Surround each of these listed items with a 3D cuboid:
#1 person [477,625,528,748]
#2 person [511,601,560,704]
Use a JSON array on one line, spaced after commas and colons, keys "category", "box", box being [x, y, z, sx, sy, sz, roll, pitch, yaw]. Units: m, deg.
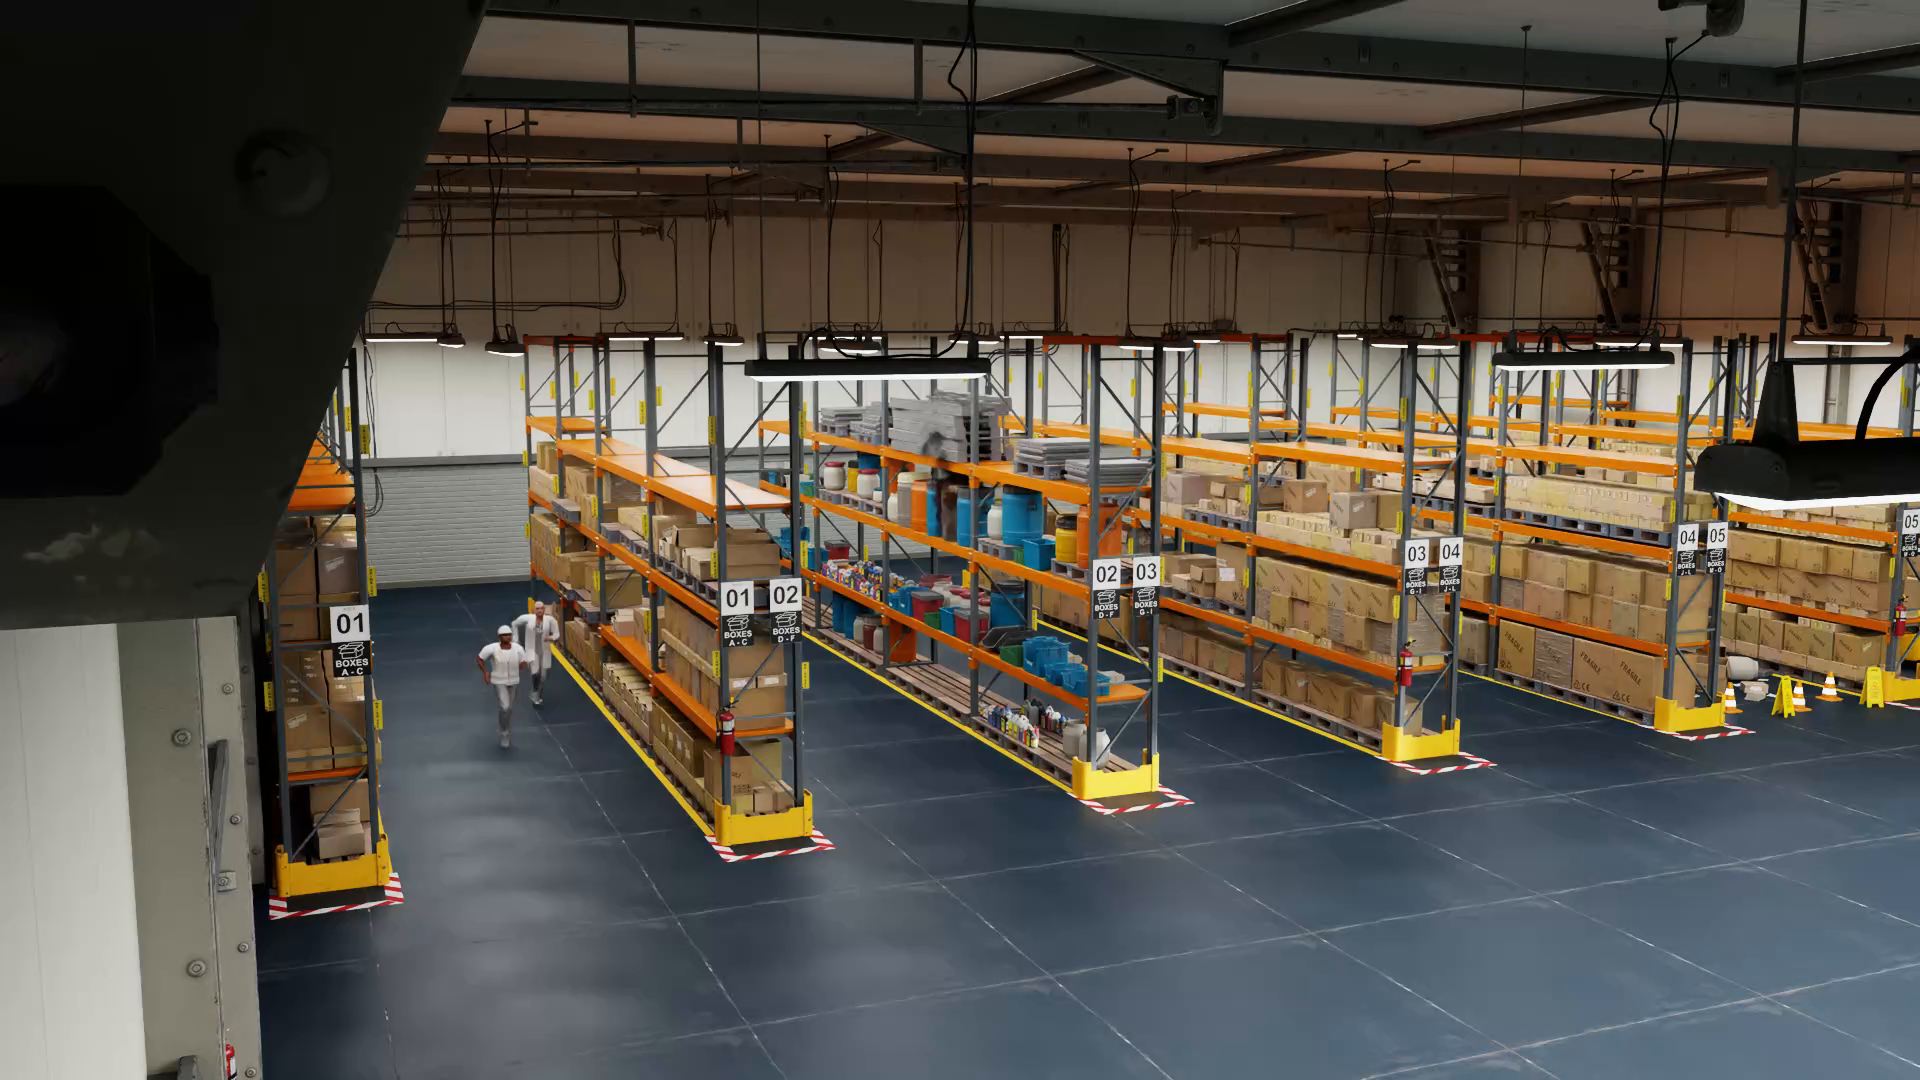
[{"category": "person", "box": [-6.782, 2.171, 24.845, 0.672, 1.824, 0.766, -6, 10, -38]}, {"category": "person", "box": [-6.912, 1.856, 27.163, 0.755, 1.732, 0.812, -3, 8, -21]}]
